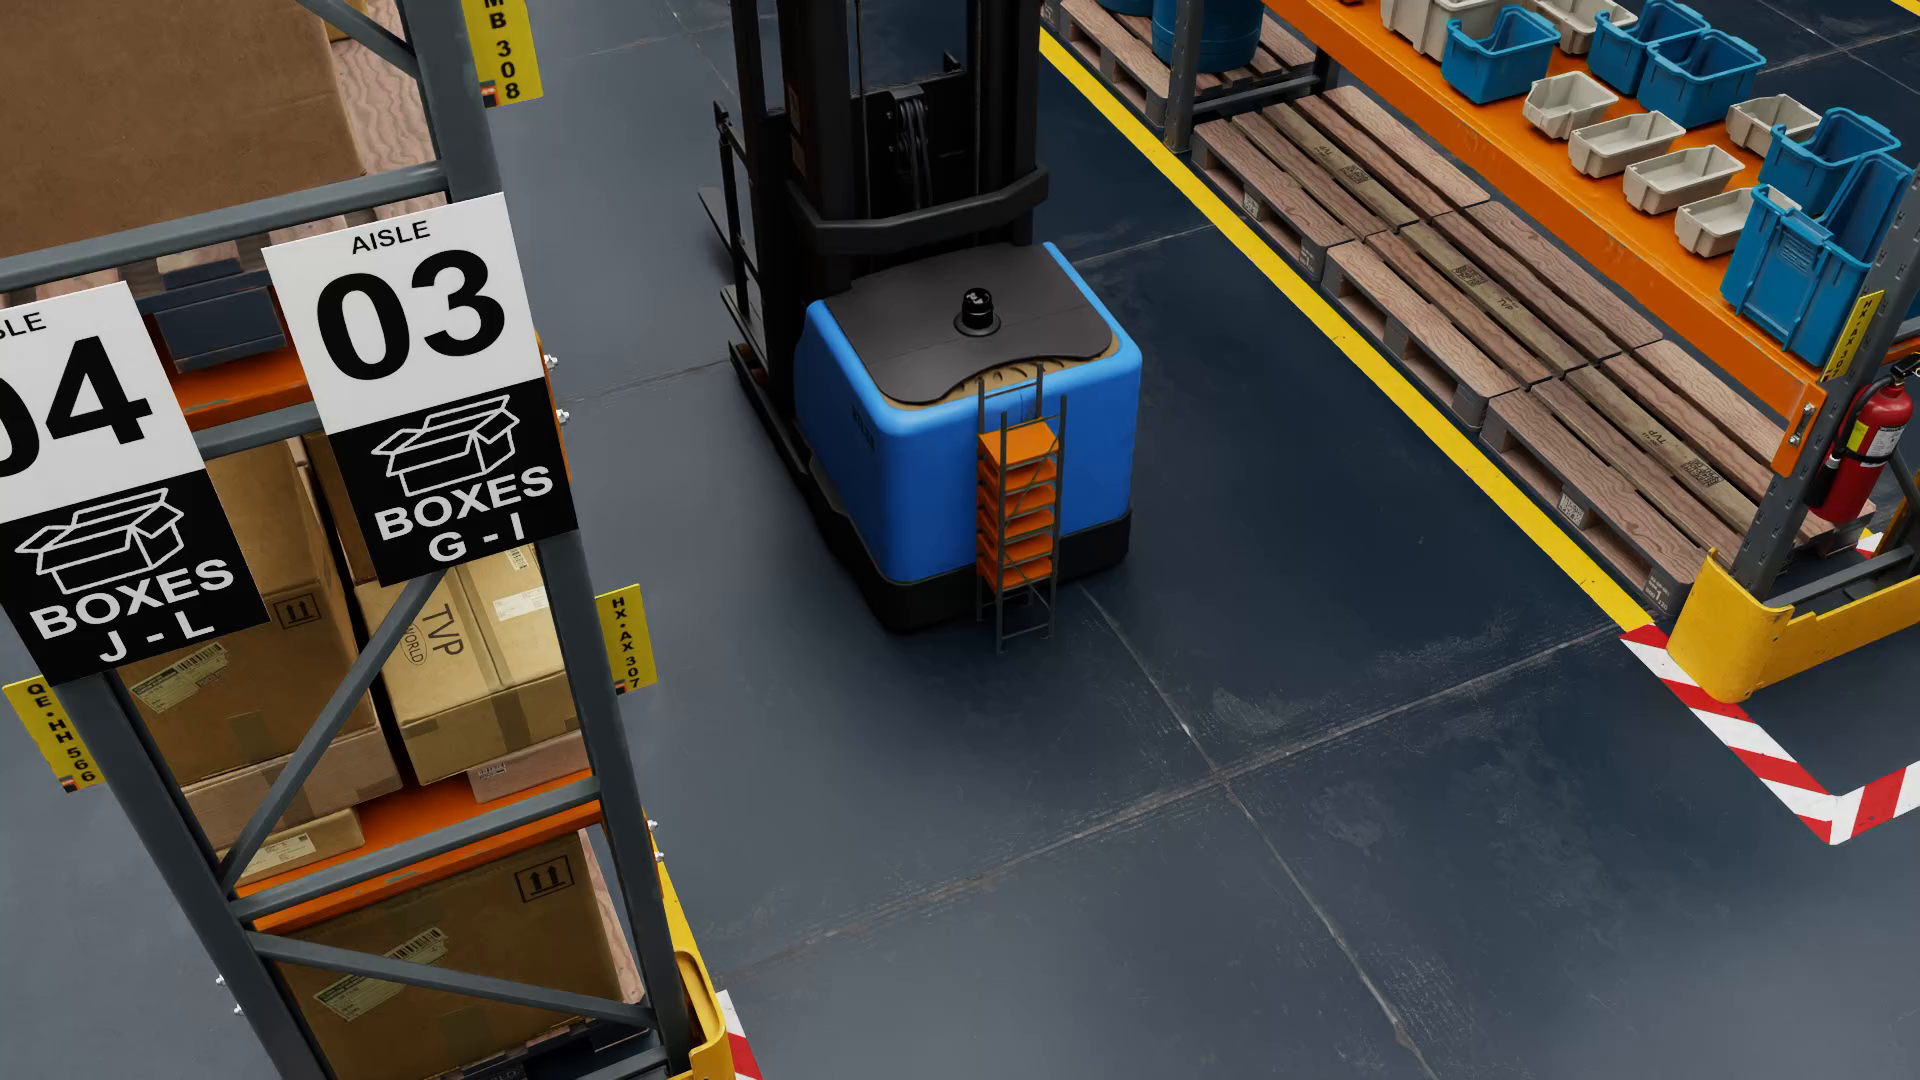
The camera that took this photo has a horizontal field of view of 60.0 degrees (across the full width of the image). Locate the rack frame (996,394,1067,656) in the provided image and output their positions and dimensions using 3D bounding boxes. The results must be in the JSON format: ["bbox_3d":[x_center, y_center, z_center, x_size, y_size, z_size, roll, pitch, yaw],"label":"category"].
[{"bbox_3d":[0.246,-0.024,5.920,0.240,1.200,0.006,-17,47,-16],"label":"rack frame"}]

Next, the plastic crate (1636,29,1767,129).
[{"bbox_3d":[2.886,-1.796,6.511,0.416,0.233,0.300,-18,47,-17],"label":"plastic crate"}]

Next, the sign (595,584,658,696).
[{"bbox_3d":[-0.743,0.226,3.713,0.100,0.325,0.005,-18,47,-17],"label":"sign"}]

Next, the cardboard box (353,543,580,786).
[{"bbox_3d":[-1.206,0.284,4.221,0.500,0.250,0.500,-19,48,-18],"label":"cardboard box"}]

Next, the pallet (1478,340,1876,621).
[{"bbox_3d":[2.933,-0.285,6.888,1.003,0.211,1.213,-18,47,-17],"label":"pallet"}]

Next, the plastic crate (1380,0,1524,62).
[{"bbox_3d":[2.038,-2.241,6.927,0.437,0.282,0.530,-18,47,-17],"label":"plastic crate"}]

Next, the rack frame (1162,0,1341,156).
[{"bbox_3d":[1.563,-3.289,7.948,1.000,3.000,0.127,-18,47,-17],"label":"rack frame"}]

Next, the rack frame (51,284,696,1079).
[{"bbox_3d":[-1.249,0.722,3.882,1.000,3.000,0.127,-18,47,-17],"label":"rack frame"}]

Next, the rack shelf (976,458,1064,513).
[{"bbox_3d":[0.210,-0.222,5.842,0.258,0.103,0.180,-17,47,-16],"label":"rack shelf"}]

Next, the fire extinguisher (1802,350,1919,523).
[{"bbox_3d":[2.896,-0.350,5.289,0.296,0.674,0.183,-18,47,-17],"label":"fire extinguisher"}]

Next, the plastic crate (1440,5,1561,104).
[{"bbox_3d":[2.149,-1.935,6.652,0.416,0.233,0.300,-18,47,-17],"label":"plastic crate"}]

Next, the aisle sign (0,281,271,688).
[{"bbox_3d":[-1.491,-0.069,2.833,0.394,0.787,0.004,-18,47,-17],"label":"aisle sign"}]

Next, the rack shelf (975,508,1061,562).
[{"bbox_3d":[0.210,-0.051,6.011,0.258,0.103,0.180,-17,47,-16],"label":"rack shelf"}]

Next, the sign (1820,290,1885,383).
[{"bbox_3d":[2.753,-0.626,5.132,0.100,0.325,0.005,-18,47,-17],"label":"sign"}]

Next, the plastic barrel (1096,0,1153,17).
[{"bbox_3d":[1.052,-3.495,9.351,0.600,0.901,0.708,-18,47,-17],"label":"plastic barrel"}]

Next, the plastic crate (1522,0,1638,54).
[{"bbox_3d":[2.568,-2.196,6.985,0.293,0.136,0.466,-18,47,-17],"label":"plastic crate"}]

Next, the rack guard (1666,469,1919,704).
[{"bbox_3d":[3.267,0.161,6.231,1.175,0.500,0.348,-18,47,-17],"label":"rack guard"}]

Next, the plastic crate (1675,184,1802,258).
[{"bbox_3d":[2.738,-1.134,5.909,0.396,0.136,0.243,-18,47,-17],"label":"plastic crate"}]

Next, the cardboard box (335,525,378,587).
[{"bbox_3d":[-1.430,-0.045,4.555,0.500,0.250,0.500,-19,48,-18],"label":"cardboard box"}]

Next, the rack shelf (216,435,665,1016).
[{"bbox_3d":[-2.090,-0.296,5.427,1.077,0.370,4.000,-18,47,-17],"label":"rack shelf"}]

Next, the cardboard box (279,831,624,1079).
[{"bbox_3d":[-1.591,0.945,4.870,0.875,0.875,0.875,-18,47,-17],"label":"cardboard box"}]

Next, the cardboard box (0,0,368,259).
[{"bbox_3d":[-1.516,-0.882,2.931,0.700,0.500,0.500,-21,48,-20],"label":"cardboard box"}]

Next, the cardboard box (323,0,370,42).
[{"bbox_3d":[-1.643,-1.276,3.330,0.700,0.500,0.500,-20,48,-19],"label":"cardboard box"}]

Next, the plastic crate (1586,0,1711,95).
[{"bbox_3d":[2.760,-1.987,6.705,0.416,0.233,0.300,-18,47,-17],"label":"plastic crate"}]

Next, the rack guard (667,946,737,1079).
[{"bbox_3d":[-1.239,1.627,4.745,1.175,0.500,0.348,-18,47,-17],"label":"rack guard"}]

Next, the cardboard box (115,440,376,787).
[{"bbox_3d":[-1.692,0.170,3.803,0.500,0.500,0.500,-17,47,-17],"label":"cardboard box"}]

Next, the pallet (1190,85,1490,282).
[{"bbox_3d":[1.907,-1.840,8.464,1.003,0.211,1.213,-18,47,-17],"label":"pallet"}]

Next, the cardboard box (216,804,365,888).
[{"bbox_3d":[-1.697,0.682,4.102,0.380,0.149,0.250,-17,47,-17],"label":"cardboard box"}]

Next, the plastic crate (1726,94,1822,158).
[{"bbox_3d":[3.095,-1.584,6.364,0.250,0.136,0.298,-18,47,-17],"label":"plastic crate"}]

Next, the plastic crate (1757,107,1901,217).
[{"bbox_3d":[3.163,-1.376,6.086,0.416,0.233,0.300,-18,47,-17],"label":"plastic crate"}]

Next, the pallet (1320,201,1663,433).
[{"bbox_3d":[2.424,-1.061,7.675,1.003,0.211,1.213,-18,47,-17],"label":"pallet"}]

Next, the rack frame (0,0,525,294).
[{"bbox_3d":[-1.249,-1.413,1.775,1.000,3.000,0.127,-18,47,-17],"label":"rack frame"}]

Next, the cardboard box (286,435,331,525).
[{"bbox_3d":[-2.120,-0.208,4.720,0.500,0.250,0.500,-20,48,-19],"label":"cardboard box"}]

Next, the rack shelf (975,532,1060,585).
[{"bbox_3d":[0.210,0.034,6.095,0.258,0.103,0.180,-17,47,-16],"label":"rack shelf"}]

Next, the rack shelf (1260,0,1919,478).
[{"bbox_3d":[2.404,-1.759,6.909,1.077,0.370,4.000,-18,47,-17],"label":"rack shelf"}]

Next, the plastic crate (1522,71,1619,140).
[{"bbox_3d":[2.348,-1.676,6.458,0.298,0.136,0.250,-18,47,-17],"label":"plastic crate"}]

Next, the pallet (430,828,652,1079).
[{"bbox_3d":[-1.656,1.229,5.355,1.003,0.211,1.213,-18,47,-17],"label":"pallet"}]

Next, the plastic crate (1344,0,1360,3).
[{"bbox_3d":[1.711,-2.690,7.253,0.402,0.464,0.583,-18,47,-17],"label":"plastic crate"}]

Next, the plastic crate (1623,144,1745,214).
[{"bbox_3d":[2.629,-1.323,6.100,0.396,0.136,0.243,-18,47,-17],"label":"plastic crate"}]

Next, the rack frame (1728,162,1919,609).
[{"bbox_3d":[3.245,-0.740,5.365,1.000,3.000,0.127,-18,47,-17],"label":"rack frame"}]

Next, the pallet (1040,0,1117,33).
[{"bbox_3d":[0.760,-3.579,10.227,1.003,0.211,1.213,-18,47,-17],"label":"pallet"}]

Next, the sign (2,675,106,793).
[{"bbox_3d":[-1.747,0.377,3.239,0.100,0.325,0.005,-18,47,-17],"label":"sign"}]

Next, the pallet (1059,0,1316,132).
[{"bbox_3d":[1.276,-2.801,9.438,1.003,0.211,1.213,-18,47,-17],"label":"pallet"}]

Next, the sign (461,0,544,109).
[{"bbox_3d":[-0.743,-0.845,2.656,0.100,0.325,0.005,-18,47,-17],"label":"sign"}]

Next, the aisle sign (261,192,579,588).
[{"bbox_3d":[-0.946,-0.246,3.012,0.394,0.787,0.004,-18,47,-17],"label":"aisle sign"}]

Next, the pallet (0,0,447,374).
[{"bbox_3d":[-1.570,-0.783,3.336,1.003,0.211,1.213,-18,47,-17],"label":"pallet"}]

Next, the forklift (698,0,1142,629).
[{"bbox_3d":[-0.382,-1.753,6.440,1.130,2.935,3.031,-17,47,-16],"label":"forklift"}]

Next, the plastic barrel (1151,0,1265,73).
[{"bbox_3d":[1.350,-3.044,8.894,0.600,0.901,0.708,-18,47,-17],"label":"plastic barrel"}]

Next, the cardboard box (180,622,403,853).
[{"bbox_3d":[-1.693,0.439,4.064,0.500,0.250,0.500,-19,48,-18],"label":"cardboard box"}]

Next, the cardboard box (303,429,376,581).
[{"bbox_3d":[-1.416,-0.301,4.281,0.500,0.500,0.500,-19,48,-18],"label":"cardboard box"}]

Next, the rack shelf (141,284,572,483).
[{"bbox_3d":[-2.090,-1.364,4.373,1.077,0.370,4.000,-18,47,-17],"label":"rack shelf"}]

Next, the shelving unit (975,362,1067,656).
[{"bbox_3d":[0.210,-0.083,5.980,0.258,1.200,0.189,-17,47,-16],"label":"shelving unit"}]

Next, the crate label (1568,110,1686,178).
[{"bbox_3d":[2.490,-1.493,6.273,0.396,0.136,0.243,-18,47,-17],"label":"crate label"}]

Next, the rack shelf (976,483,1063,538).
[{"bbox_3d":[0.210,-0.136,5.926,0.258,0.103,0.180,-17,47,-16],"label":"rack shelf"}]

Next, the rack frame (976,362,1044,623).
[{"bbox_3d":[0.173,-0.142,6.039,0.240,1.200,0.006,-17,47,-16],"label":"rack frame"}]

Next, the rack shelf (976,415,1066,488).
[{"bbox_3d":[0.210,-0.307,5.758,0.258,0.103,0.180,-17,47,-16],"label":"rack shelf"}]

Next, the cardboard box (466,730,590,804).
[{"bbox_3d":[-1.099,0.488,4.299,0.380,0.149,0.250,-18,47,-17],"label":"cardboard box"}]

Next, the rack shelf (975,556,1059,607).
[{"bbox_3d":[0.210,0.120,6.179,0.258,0.103,0.180,-17,47,-16],"label":"rack shelf"}]

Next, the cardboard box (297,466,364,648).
[{"bbox_3d":[-1.906,0.116,4.392,0.500,0.250,0.500,-19,48,-18],"label":"cardboard box"}]

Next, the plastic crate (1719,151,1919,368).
[{"bbox_3d":[2.935,-0.933,5.492,0.616,0.435,0.499,-18,47,-17],"label":"plastic crate"}]
